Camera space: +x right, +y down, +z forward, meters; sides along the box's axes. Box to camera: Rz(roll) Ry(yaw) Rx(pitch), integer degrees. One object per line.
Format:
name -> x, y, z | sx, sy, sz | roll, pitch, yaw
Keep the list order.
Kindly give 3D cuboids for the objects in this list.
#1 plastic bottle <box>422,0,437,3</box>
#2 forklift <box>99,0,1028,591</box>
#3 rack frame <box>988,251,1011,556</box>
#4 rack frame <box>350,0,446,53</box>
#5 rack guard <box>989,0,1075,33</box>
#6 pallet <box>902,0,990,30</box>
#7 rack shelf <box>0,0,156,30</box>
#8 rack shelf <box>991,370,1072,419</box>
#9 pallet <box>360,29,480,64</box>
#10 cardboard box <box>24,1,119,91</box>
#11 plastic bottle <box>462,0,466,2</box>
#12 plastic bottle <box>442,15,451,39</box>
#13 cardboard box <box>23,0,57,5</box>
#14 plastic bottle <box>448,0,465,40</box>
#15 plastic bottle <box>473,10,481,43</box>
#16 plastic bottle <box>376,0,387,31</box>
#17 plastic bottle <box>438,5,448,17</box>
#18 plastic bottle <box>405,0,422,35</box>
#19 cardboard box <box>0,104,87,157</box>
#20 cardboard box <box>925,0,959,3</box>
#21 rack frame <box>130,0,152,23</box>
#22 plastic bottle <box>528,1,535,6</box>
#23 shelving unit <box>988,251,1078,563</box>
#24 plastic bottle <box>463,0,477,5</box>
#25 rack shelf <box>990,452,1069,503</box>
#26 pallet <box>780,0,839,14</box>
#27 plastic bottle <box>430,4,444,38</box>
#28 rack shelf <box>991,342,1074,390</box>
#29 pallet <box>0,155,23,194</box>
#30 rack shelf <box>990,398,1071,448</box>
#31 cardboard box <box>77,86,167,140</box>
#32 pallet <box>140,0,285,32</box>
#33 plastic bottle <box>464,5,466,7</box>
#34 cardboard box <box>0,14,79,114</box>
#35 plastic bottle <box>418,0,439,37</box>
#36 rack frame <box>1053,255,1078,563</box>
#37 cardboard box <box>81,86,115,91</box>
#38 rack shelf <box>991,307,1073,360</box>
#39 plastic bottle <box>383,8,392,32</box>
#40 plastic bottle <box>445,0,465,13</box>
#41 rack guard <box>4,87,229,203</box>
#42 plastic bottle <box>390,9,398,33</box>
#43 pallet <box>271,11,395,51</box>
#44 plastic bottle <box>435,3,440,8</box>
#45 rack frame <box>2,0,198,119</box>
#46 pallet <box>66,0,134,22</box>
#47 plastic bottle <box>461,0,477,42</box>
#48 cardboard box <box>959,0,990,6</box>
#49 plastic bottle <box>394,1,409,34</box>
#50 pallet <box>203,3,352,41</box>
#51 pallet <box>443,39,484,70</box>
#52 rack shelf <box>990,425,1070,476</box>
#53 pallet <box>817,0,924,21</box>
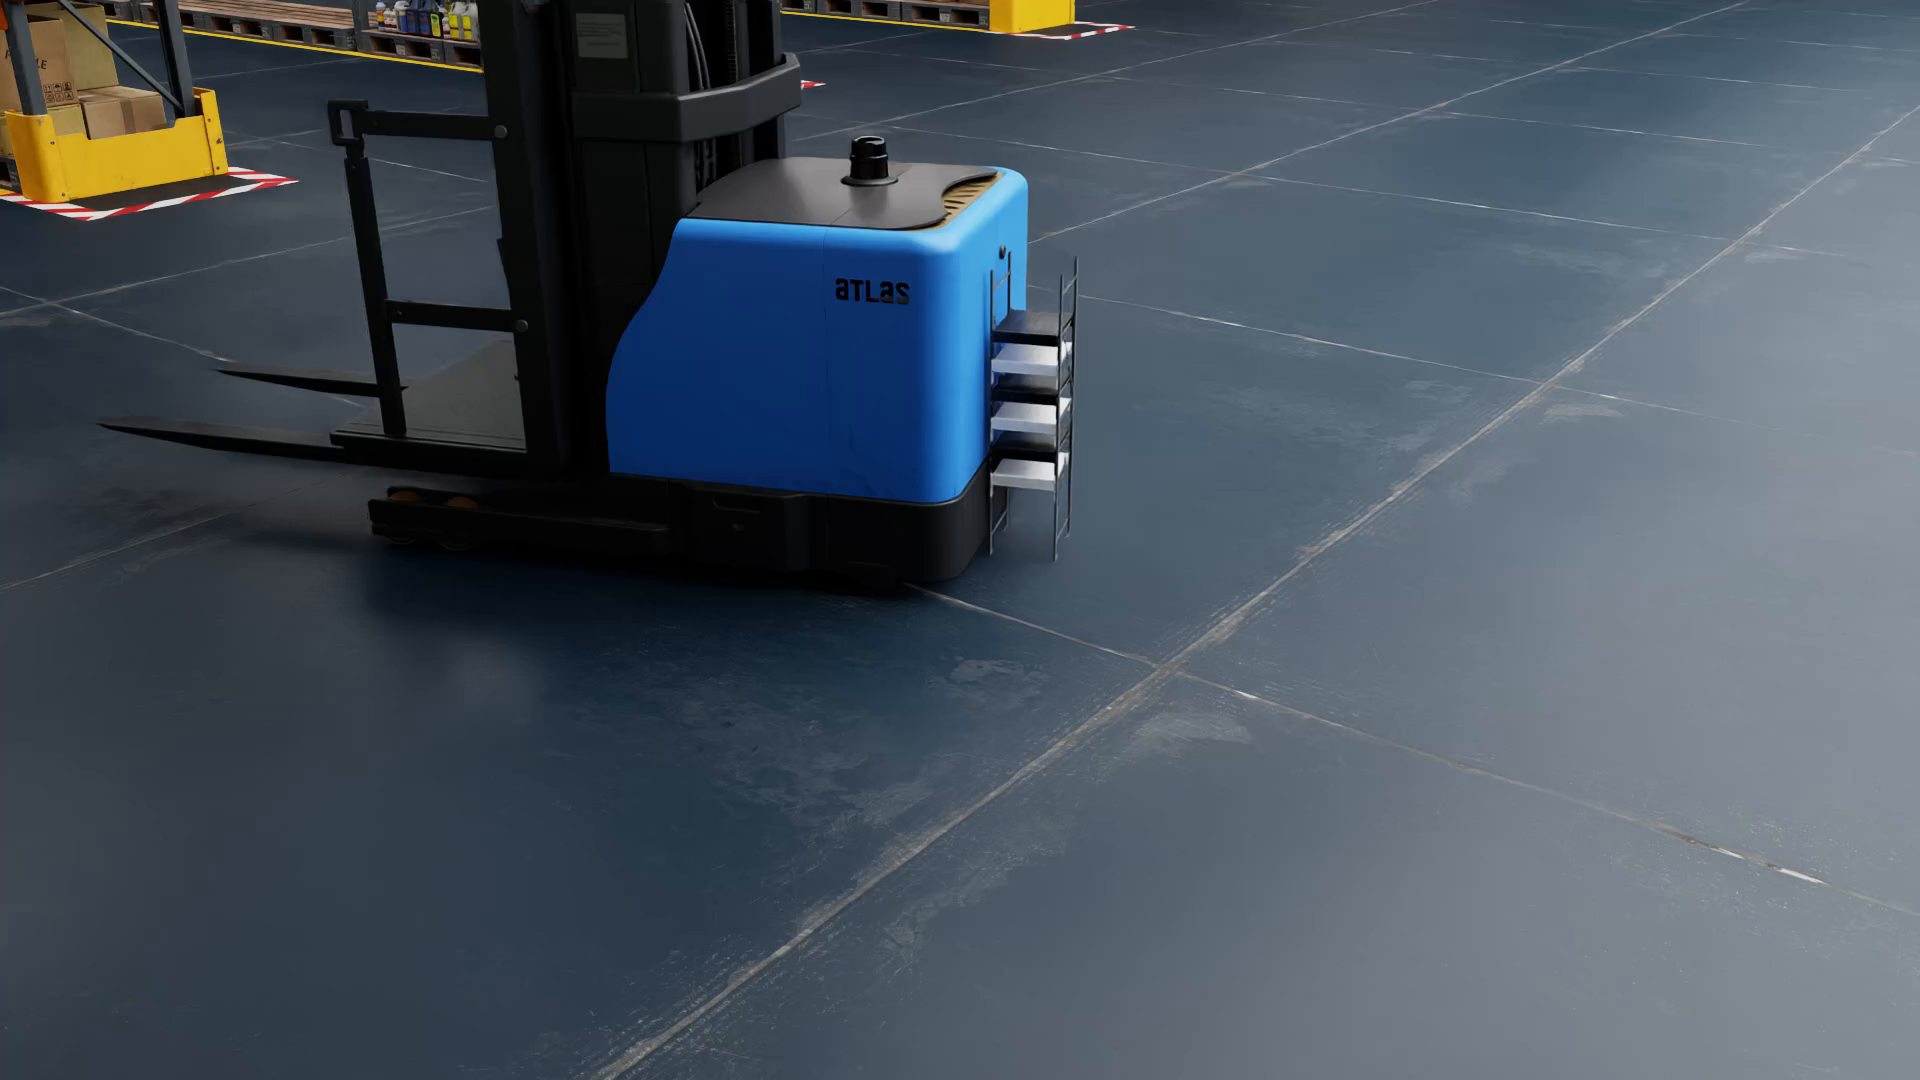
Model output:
plastic bottle -> -4.861, -4.835, 15.244 | 0.185, 0.351, 0.144 | 17, 29, 33
forklift -> -1.347, -1.503, 5.027 | 3.031, 2.935, 1.130 | 6, 24, 13
rack frame -> 0.121, -0.409, 5.062 | 0.006, 0.900, 0.240 | 6, 24, 13
rack frame -> -5.345, -6.129, 15.440 | 0.127, 3.000, 1.000 | 17, 29, 33
rack guard -> 0.766, -5.634, 17.417 | 0.348, 0.500, 1.175 | 17, 29, 33
pallet -> 0.137, -5.710, 17.947 | 1.213, 0.211, 1.003 | 17, 29, 33
rack shelf -> -6.718, -3.719, 10.862 | 4.000, 0.370, 1.077 | 17, 29, 33
rack shelf -> 0.219, -0.450, 5.016 | 0.200, 0.077, 0.258 | 6, 24, 13
pallet -> -4.832, -4.677, 15.603 | 1.213, 0.211, 1.003 | 17, 29, 33
cardboard box -> -5.815, -3.163, 10.668 | 0.500, 0.500, 0.500 | 17, 29, 33
plastic bottle -> -4.657, -5.055, 15.743 | 0.185, 0.351, 0.144 | 16, 28, 32
plastic bottle -> -4.584, -4.599, 14.893 | 0.097, 0.201, 0.097 | 0, 24, 0
cardboard box -> -6.223, -3.280, 10.933 | 0.500, 0.500, 0.500 | 17, 29, 33
plastic bottle -> -4.457, -4.640, 14.802 | 0.185, 0.351, 0.144 | 17, 29, 33
plastic bottle -> -4.173, -4.523, 14.627 | 0.135, 0.276, 0.152 | 16, 28, 32
plastic bottle -> -5.353, -4.863, 15.405 | 0.097, 0.271, 0.097 | 0, 24, 0
plastic bottle -> -4.657, -4.683, 14.998 | 0.097, 0.271, 0.097 | 0, 24, 0
plastic bottle -> -4.948, -4.789, 15.138 | 0.185, 0.351, 0.144 | 18, 29, 35
cardboard box -> -5.724, -2.533, 10.167 | 0.500, 0.250, 0.500 | 17, 29, 33
cardboard box -> -0.162, -6.098, 17.949 | 0.500, 0.500, 0.500 | -17, 29, -34
rack frame -> -8.546, -7.096, 17.635 | 0.127, 3.000, 1.000 | 17, 29, 33
plastic bottle -> -3.924, -4.809, 15.284 | 0.097, 0.271, 0.097 | 0, 24, 0
shelving unit -> 0.219, -0.398, 5.038 | 0.210, 0.900, 0.258 | 6, 24, 13
plastic bottle -> -4.572, -4.921, 15.530 | 0.135, 0.276, 0.152 | 17, 29, 33
rack shelf -> 0.219, -0.203, 5.124 | 0.200, 0.077, 0.258 | 6, 24, 13
pallet -> -1.816, -6.300, 19.286 | 1.213, 0.211, 1.003 | 17, 29, 33
plastic bottle -> -4.690, -4.659, 14.927 | 0.133, 0.283, 0.061 | 18, 30, 36
rack shelf -> 0.219, -0.533, 4.979 | 0.200, 0.077, 0.258 | 6, 24, 13
pallet -> -5.755, -2.460, 10.571 | 1.213, 0.211, 1.003 | 17, 29, 33
rack shelf -> 0.219, -0.368, 5.052 | 0.200, 0.077, 0.258 | 6, 24, 13
cardboard box -> -5.414, -2.700, 10.546 | 0.500, 0.250, 0.500 | 17, 29, 33
pallet -> -7.949, -5.620, 17.744 | 1.213, 0.211, 1.003 | 17, 29, 33
plastic bottle -> -4.388, -4.660, 14.939 | 0.135, 0.276, 0.152 | 17, 29, 33
cardboard box -> -5.725, -2.875, 10.014 | 0.500, 0.500, 0.500 | 17, 29, 33
plastic bottle -> -4.797, -4.743, 15.035 | 0.185, 0.351, 0.144 | 15, 28, 31
rack frame -> 0.318, -0.388, 5.015 | 0.006, 0.900, 0.240 | 6, 24, 13
cardboard box -> -5.816, -2.819, 10.818 | 0.500, 0.250, 0.500 | 17, 29, 33
rack shelf -> 0.219, -0.615, 4.943 | 0.200, 0.077, 0.258 | 6, 24, 13
plastic bottle -> -5.272, -4.807, 15.364 | 0.097, 0.201, 0.097 | 0, 24, 0
plastic bottle -> -4.743, -5.009, 15.637 | 0.185, 0.351, 0.144 | 17, 29, 33
rack guard -> -5.099, -2.415, 10.110 | 0.348, 0.500, 1.175 | 17, 29, 33
plastic bottle -> -5.190, -4.782, 15.308 | 0.097, 0.201, 0.097 | 0, 24, 0
pallet -> -5.997, -5.030, 16.405 | 1.213, 0.211, 1.003 | 17, 29, 33
plastic bottle -> -4.759, -4.757, 15.163 | 0.097, 0.271, 0.097 | 0, 24, 0
rack frame -> -5.118, -3.564, 9.620 | 0.127, 3.000, 1.000 | 17, 29, 33
pallet -> -9.202, -5.997, 18.600 | 1.213, 0.211, 1.003 | 17, 29, 33
plastic bottle -> -4.308, -4.596, 14.700 | 0.185, 0.351, 0.144 | 18, 30, 35
cardboard box -> 0.337, -5.964, 17.646 | 0.500, 0.500, 0.500 | -20, 31, -38
plastic bottle -> -5.078, -4.796, 15.247 | 0.135, 0.276, 0.152 | 18, 30, 35
pallet -> -6.977, -5.325, 17.074 | 1.213, 0.211, 1.003 | 17, 29, 33
pallet -> -3.852, -4.382, 14.934 | 1.213, 0.211, 1.003 | 17, 29, 33
rack shelf -> 0.219, -0.286, 5.088 | 0.200, 0.077, 0.258 | 6, 24, 13
pallet -> -0.835, -6.005, 18.617 | 1.213, 0.211, 1.003 | 17, 29, 33
